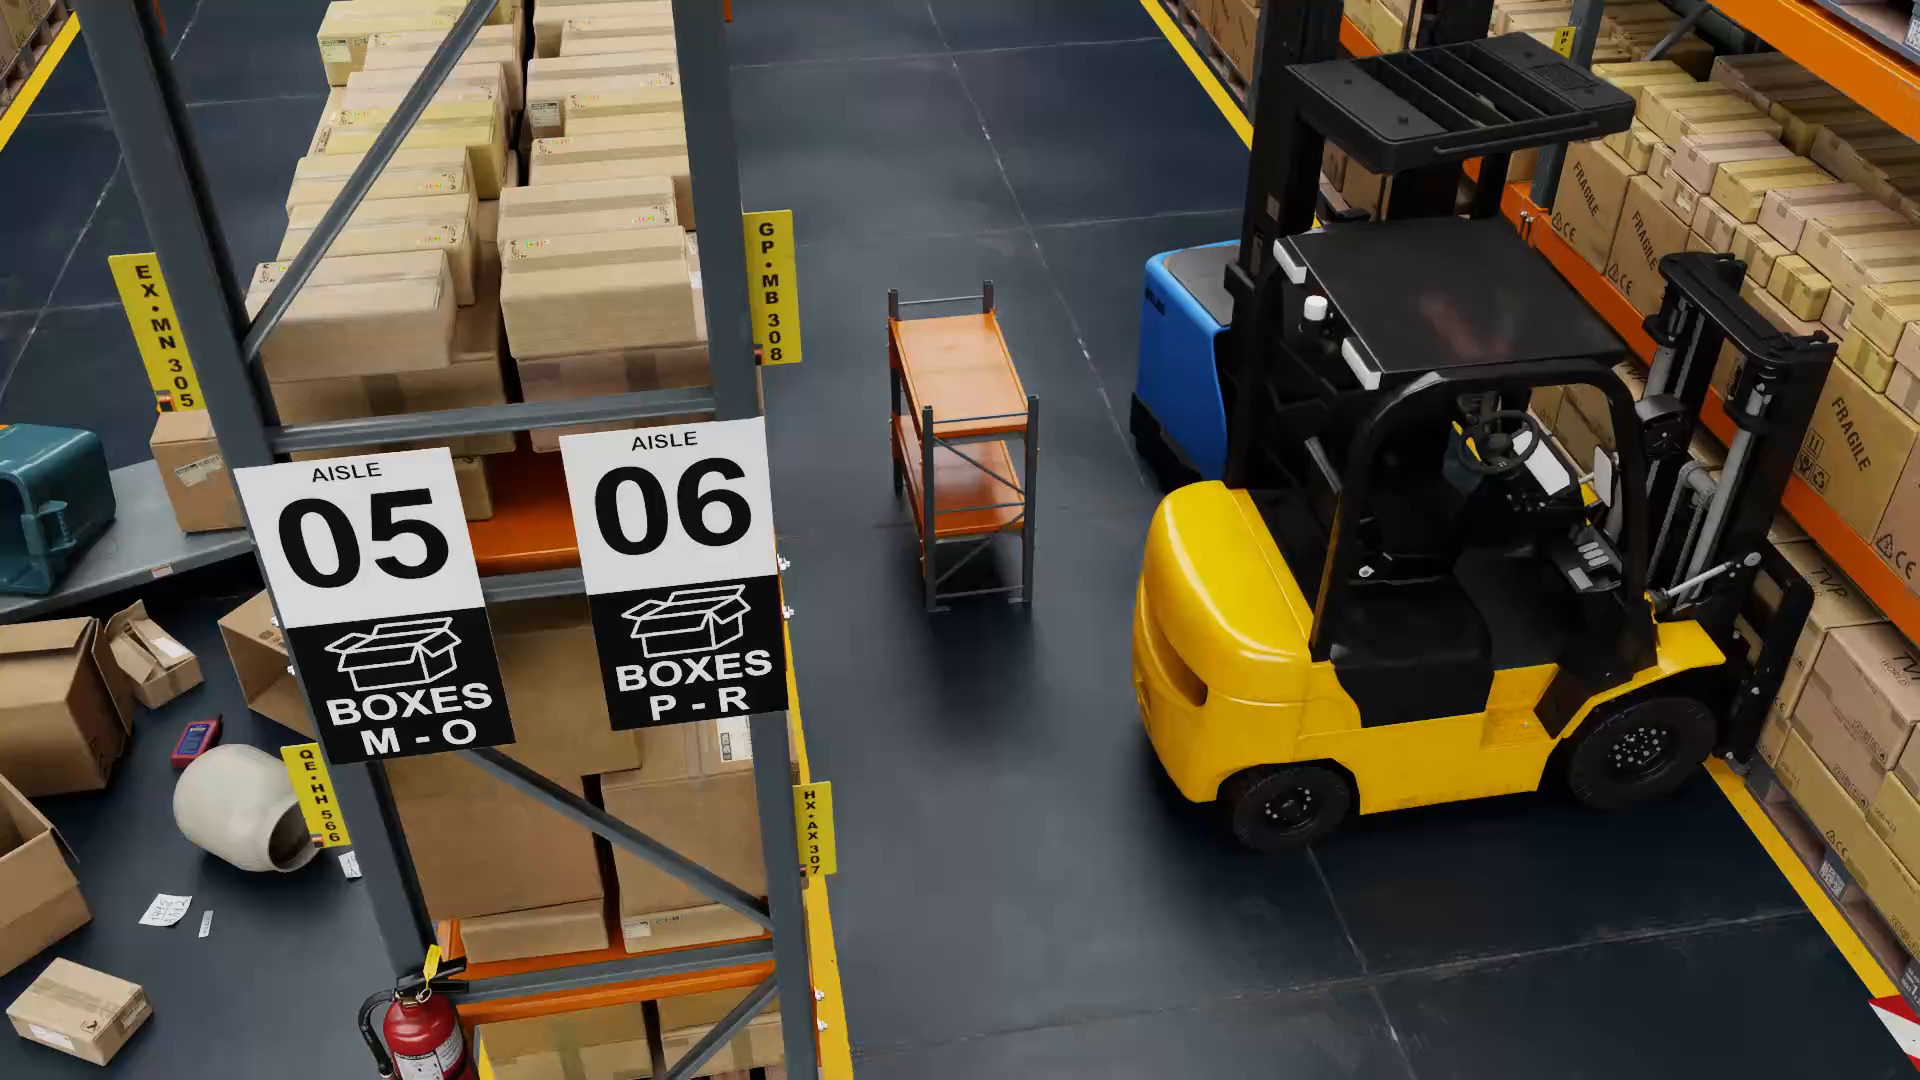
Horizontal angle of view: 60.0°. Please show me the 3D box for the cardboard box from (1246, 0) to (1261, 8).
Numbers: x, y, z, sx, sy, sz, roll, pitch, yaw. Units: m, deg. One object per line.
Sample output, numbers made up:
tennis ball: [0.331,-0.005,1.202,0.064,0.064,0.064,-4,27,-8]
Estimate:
cardboard box: [2.254,-3.960,11.969,0.380,0.149,0.250,-8,39,-10]

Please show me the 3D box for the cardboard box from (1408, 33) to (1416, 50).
cardboard box: [2.795,-2.662,9.253,0.500,0.250,0.500,-6,38,-8]

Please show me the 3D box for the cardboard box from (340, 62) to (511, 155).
cardboard box: [-1.344,-1.078,4.203,0.380,0.149,0.250,-6,38,-8]

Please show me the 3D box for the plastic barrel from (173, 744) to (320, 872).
plastic barrel: [-2.746,1.047,6.458,0.512,0.421,0.421,19,42,23]

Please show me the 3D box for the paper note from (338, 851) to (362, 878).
paper note: [-2.346,1.254,6.510,0.142,0.019,0.148,-20,42,-23]

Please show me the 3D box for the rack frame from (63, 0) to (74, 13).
rack frame: [-7.853,-5.541,12.837,1.000,3.000,0.127,-6,38,-8]

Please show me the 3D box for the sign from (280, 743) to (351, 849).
sign: [-1.444,0.579,3.758,0.100,0.325,0.005,-6,38,-8]

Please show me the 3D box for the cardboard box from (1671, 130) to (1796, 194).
cardboard box: [3.187,-1.559,6.859,0.380,0.149,0.250,-5,38,-7]

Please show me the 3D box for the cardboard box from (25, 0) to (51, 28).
cardboard box: [-7.476,-4.299,12.934,0.500,0.500,0.500,-7,38,-9]

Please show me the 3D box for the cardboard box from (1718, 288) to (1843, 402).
cardboard box: [3.377,-0.657,6.469,0.500,0.500,0.500,-6,38,-8]

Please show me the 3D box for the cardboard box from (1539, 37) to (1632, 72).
cardboard box: [3.013,-2.316,8.076,0.380,0.149,0.250,-5,38,-6]

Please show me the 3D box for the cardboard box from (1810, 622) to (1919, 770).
cardboard box: [3.509,0.551,6.080,0.500,0.250,0.500,-6,38,-7]

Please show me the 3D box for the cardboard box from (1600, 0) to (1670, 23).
cardboard box: [3.402,-2.688,8.555,0.380,0.149,0.250,-6,38,-8]

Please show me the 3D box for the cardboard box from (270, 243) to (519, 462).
cardboard box: [-1.249,-0.409,3.666,0.500,0.250,0.500,-7,38,-9]

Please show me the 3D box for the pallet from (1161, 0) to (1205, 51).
pallet: [2.286,-4.343,13.569,1.003,0.211,1.213,-6,38,-8]

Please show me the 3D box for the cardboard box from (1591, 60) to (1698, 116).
cardboard box: [3.055,-2.027,7.461,0.380,0.149,0.250,-5,38,-7]

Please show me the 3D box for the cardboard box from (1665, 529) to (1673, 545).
cardboard box: [3.327,0.124,7.037,0.500,0.250,0.500,-6,38,-8]

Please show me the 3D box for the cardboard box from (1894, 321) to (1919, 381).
cardboard box: [3.450,-0.634,5.668,0.380,0.149,0.250,-5,38,-7]

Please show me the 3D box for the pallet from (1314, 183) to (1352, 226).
pallet: [2.906,-1.916,10.444,1.003,0.211,1.213,-6,38,-8]

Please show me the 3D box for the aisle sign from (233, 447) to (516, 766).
aisle sign: [-1.168,0.156,3.385,0.394,0.787,0.004,-6,38,-8]

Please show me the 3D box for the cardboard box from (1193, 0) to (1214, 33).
cardboard box: [2.132,-4.284,12.915,0.500,0.500,0.500,-5,38,-6]

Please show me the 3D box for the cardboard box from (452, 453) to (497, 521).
cardboard box: [-1.232,-0.157,3.667,0.380,0.149,0.250,-6,38,-8]

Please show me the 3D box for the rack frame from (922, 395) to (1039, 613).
rack frame: [0.088,-0.141,7.415,0.500,1.125,0.032,-6,38,-8]

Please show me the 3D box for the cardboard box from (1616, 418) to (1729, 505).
cardboard box: [3.245,-0.378,7.275,0.500,0.250,0.500,-5,38,-6]

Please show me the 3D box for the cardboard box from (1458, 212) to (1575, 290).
cardboard box: [3.189,-1.380,9.075,0.875,0.625,0.625,-5,38,-6]

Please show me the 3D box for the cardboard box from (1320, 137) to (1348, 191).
cardboard box: [2.808,-2.710,10.787,0.875,0.625,0.625,-5,38,-6]

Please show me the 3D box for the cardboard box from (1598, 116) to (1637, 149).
cardboard box: [3.088,-1.913,7.557,0.380,0.149,0.250,-7,38,-9]

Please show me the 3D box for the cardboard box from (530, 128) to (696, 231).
cardboard box: [-0.798,-0.831,3.885,0.380,0.149,0.250,-6,38,-8]

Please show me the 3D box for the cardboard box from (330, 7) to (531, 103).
cardboard box: [-1.522,-1.331,4.852,0.500,0.250,0.500,-6,38,-8]

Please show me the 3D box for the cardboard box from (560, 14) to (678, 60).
cardboard box: [-0.872,-1.297,4.484,0.380,0.149,0.250,-5,38,-7]

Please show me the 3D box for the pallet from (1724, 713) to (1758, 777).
pallet: [3.607,0.486,7.352,1.003,0.211,1.213,-6,38,-8]

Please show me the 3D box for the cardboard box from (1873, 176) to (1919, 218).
cardboard box: [3.837,-1.314,6.544,0.380,0.149,0.250,-7,38,-8]

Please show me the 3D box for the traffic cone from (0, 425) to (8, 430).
traffic cone: [-5.199,-0.679,8.647,0.336,0.463,0.334,-6,38,-8]

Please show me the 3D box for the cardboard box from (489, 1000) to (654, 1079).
cardboard box: [-1.305,1.560,5.596,0.500,0.250,0.500,-6,38,-8]

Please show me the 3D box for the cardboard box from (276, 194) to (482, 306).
cardboard box: [-1.251,-0.619,3.611,0.380,0.149,0.250,-6,38,-7]

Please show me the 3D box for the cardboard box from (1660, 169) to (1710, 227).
cardboard box: [3.178,-1.445,6.955,0.380,0.149,0.250,-5,38,-7]

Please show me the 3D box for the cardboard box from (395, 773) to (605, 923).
cardboard box: [-1.260,0.659,4.533,0.500,0.500,0.500,-7,38,-9]

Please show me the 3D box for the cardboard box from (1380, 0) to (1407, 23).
cardboard box: [2.702,-3.172,9.502,0.500,0.250,0.500,-6,38,-7]

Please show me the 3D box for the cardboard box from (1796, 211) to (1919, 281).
cardboard box: [3.420,-1.109,6.279,0.380,0.149,0.250,-6,38,-8]

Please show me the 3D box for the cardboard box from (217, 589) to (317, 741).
cardboard box: [-2.747,0.478,7.126,0.500,0.500,0.500,19,42,23]

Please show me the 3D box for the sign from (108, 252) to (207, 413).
sign: [-1.444,-0.373,3.018,0.100,0.325,0.005,-6,38,-8]

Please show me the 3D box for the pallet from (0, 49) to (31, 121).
pallet: [-7.498,-3.231,12.137,1.003,0.211,1.213,-6,38,-8]

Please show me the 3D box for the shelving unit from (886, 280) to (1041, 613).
shelving unit: [-0.001,-0.448,7.810,0.538,1.125,1.048,-6,38,-8]

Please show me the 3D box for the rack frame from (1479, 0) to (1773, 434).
rack frame: [3.291,-1.838,8.071,1.000,3.000,0.127,-6,38,-8]

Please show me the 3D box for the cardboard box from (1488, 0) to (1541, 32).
cardboard box: [2.782,-2.768,8.658,0.380,0.149,0.250,-7,38,-9]

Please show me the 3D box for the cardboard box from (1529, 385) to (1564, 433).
cardboard box: [3.072,-0.790,8.214,0.500,0.250,0.500,-6,38,-8]

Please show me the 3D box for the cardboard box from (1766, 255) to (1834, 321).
cardboard box: [3.339,-0.977,6.352,0.380,0.149,0.250,-7,38,-9]

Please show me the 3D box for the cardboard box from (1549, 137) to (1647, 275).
cardboard box: [3.112,-1.582,7.659,0.500,0.500,0.500,-7,38,-9]

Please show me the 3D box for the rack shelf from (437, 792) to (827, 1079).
rack shelf: [-1.244,0.190,6.047,1.077,0.370,4.000,-6,38,-8]

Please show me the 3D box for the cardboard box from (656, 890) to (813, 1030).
cardboard box: [-0.768,1.206,5.440,0.500,0.500,0.500,-7,38,-9]

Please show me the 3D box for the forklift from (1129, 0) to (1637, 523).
forklift: [1.873,-0.968,7.007,1.130,2.935,3.031,-12,40,-16]

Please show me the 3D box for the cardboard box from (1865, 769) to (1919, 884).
cardboard box: [3.599,1.040,5.858,0.500,0.250,0.500,-7,38,-9]

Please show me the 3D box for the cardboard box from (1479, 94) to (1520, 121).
cardboard box: [2.953,-2.246,8.310,0.500,0.250,0.500,-7,38,-9]

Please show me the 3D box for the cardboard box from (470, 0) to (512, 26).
cardboard box: [-1.507,-1.547,4.806,0.380,0.149,0.250,-6,38,-7]

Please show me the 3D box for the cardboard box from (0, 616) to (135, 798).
cardboard box: [-3.866,0.694,6.736,0.797,0.637,0.503,-6,38,-8]

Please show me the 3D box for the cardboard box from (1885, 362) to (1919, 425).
cardboard box: [3.471,-0.519,5.762,0.380,0.149,0.250,-7,38,-9]

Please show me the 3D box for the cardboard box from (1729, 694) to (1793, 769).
cardboard box: [3.442,0.643,6.776,0.500,0.250,0.500,-6,38,-7]

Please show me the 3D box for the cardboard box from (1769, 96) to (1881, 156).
cardboard box: [3.707,-1.777,7.139,0.380,0.149,0.250,-7,38,-8]

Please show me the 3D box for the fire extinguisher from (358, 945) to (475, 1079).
fire extinguisher: [-1.327,1.263,4.142,0.296,0.674,0.183,-6,38,-8]

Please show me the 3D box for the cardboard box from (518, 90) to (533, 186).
cardboard box: [-0.913,-1.076,4.525,0.500,0.250,0.500,-5,38,-7]
